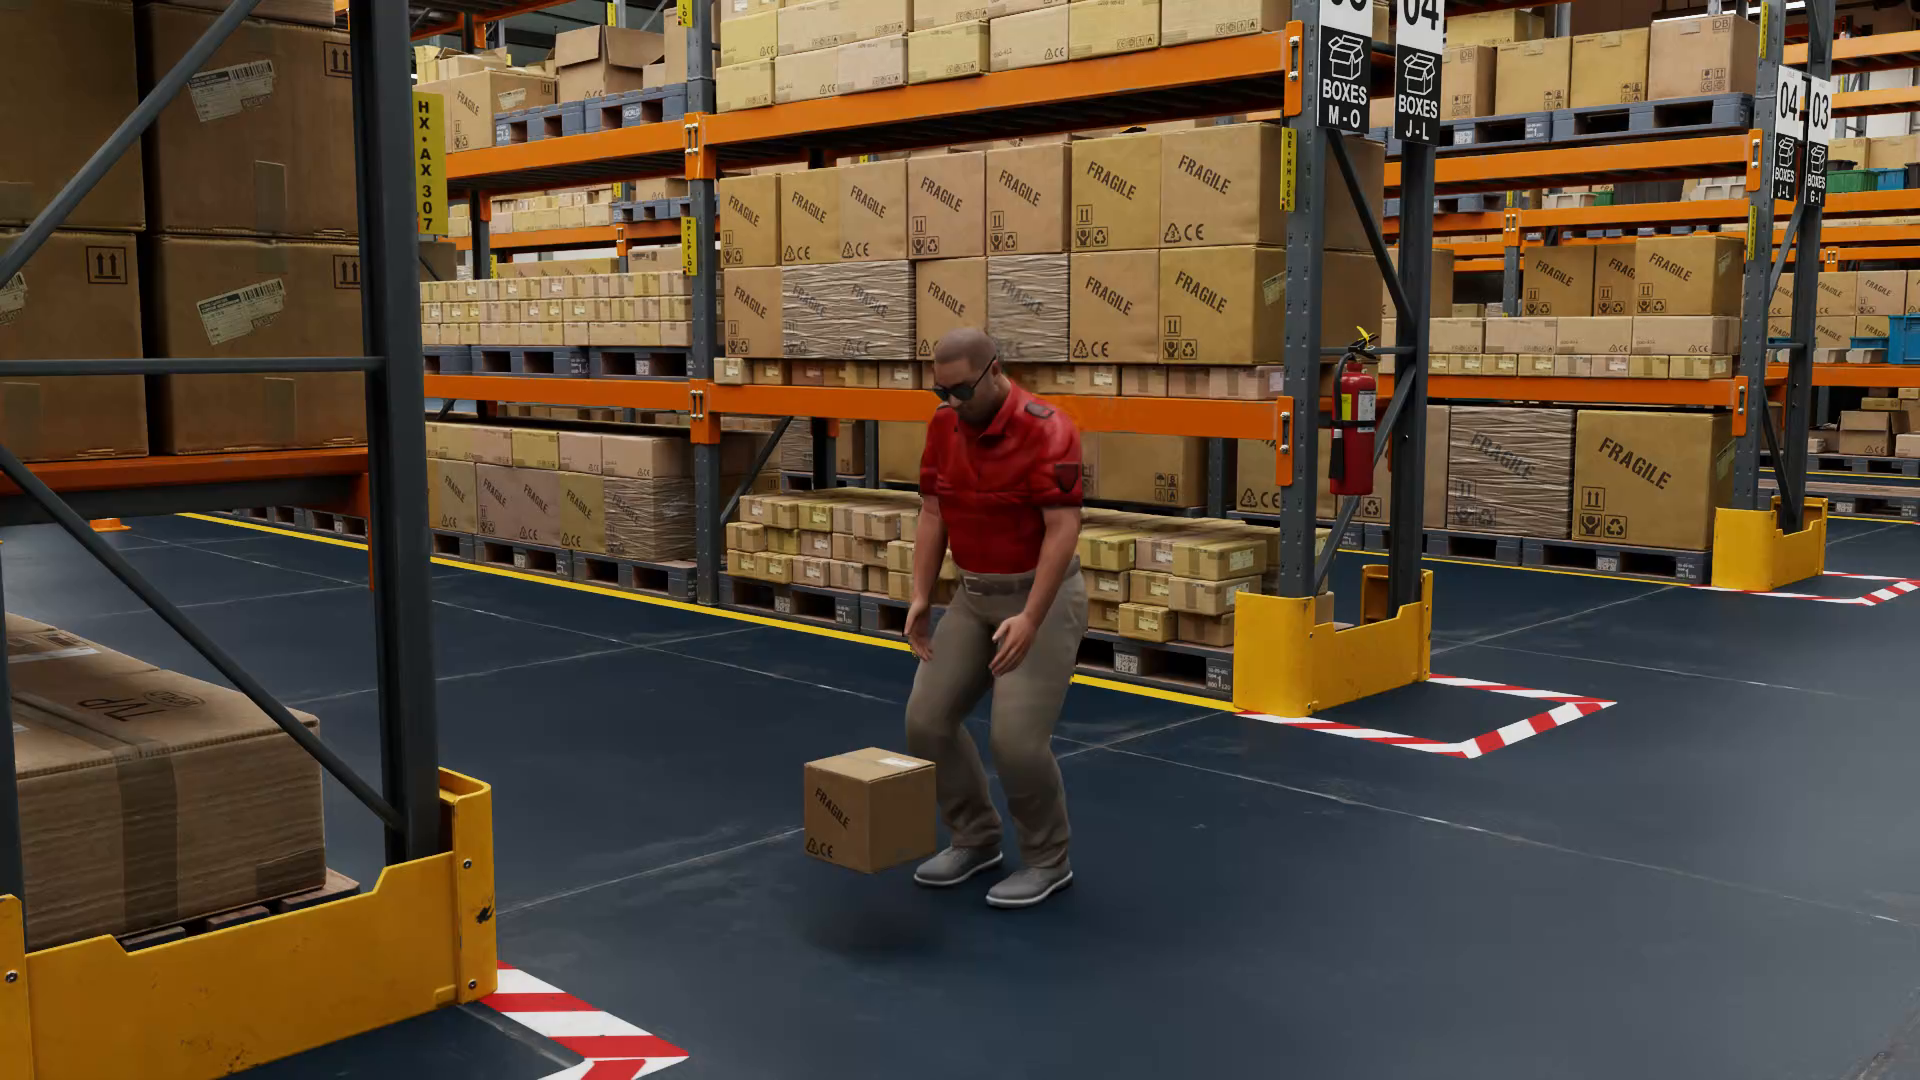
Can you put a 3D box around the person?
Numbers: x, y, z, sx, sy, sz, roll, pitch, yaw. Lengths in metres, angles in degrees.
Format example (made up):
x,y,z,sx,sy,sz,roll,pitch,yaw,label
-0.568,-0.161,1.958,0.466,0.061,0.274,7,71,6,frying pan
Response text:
x,y,z,sx,sy,sz,roll,pitch,yaw,label
0.126,0.207,4.688,0.575,1.608,0.526,7,10,44,person
